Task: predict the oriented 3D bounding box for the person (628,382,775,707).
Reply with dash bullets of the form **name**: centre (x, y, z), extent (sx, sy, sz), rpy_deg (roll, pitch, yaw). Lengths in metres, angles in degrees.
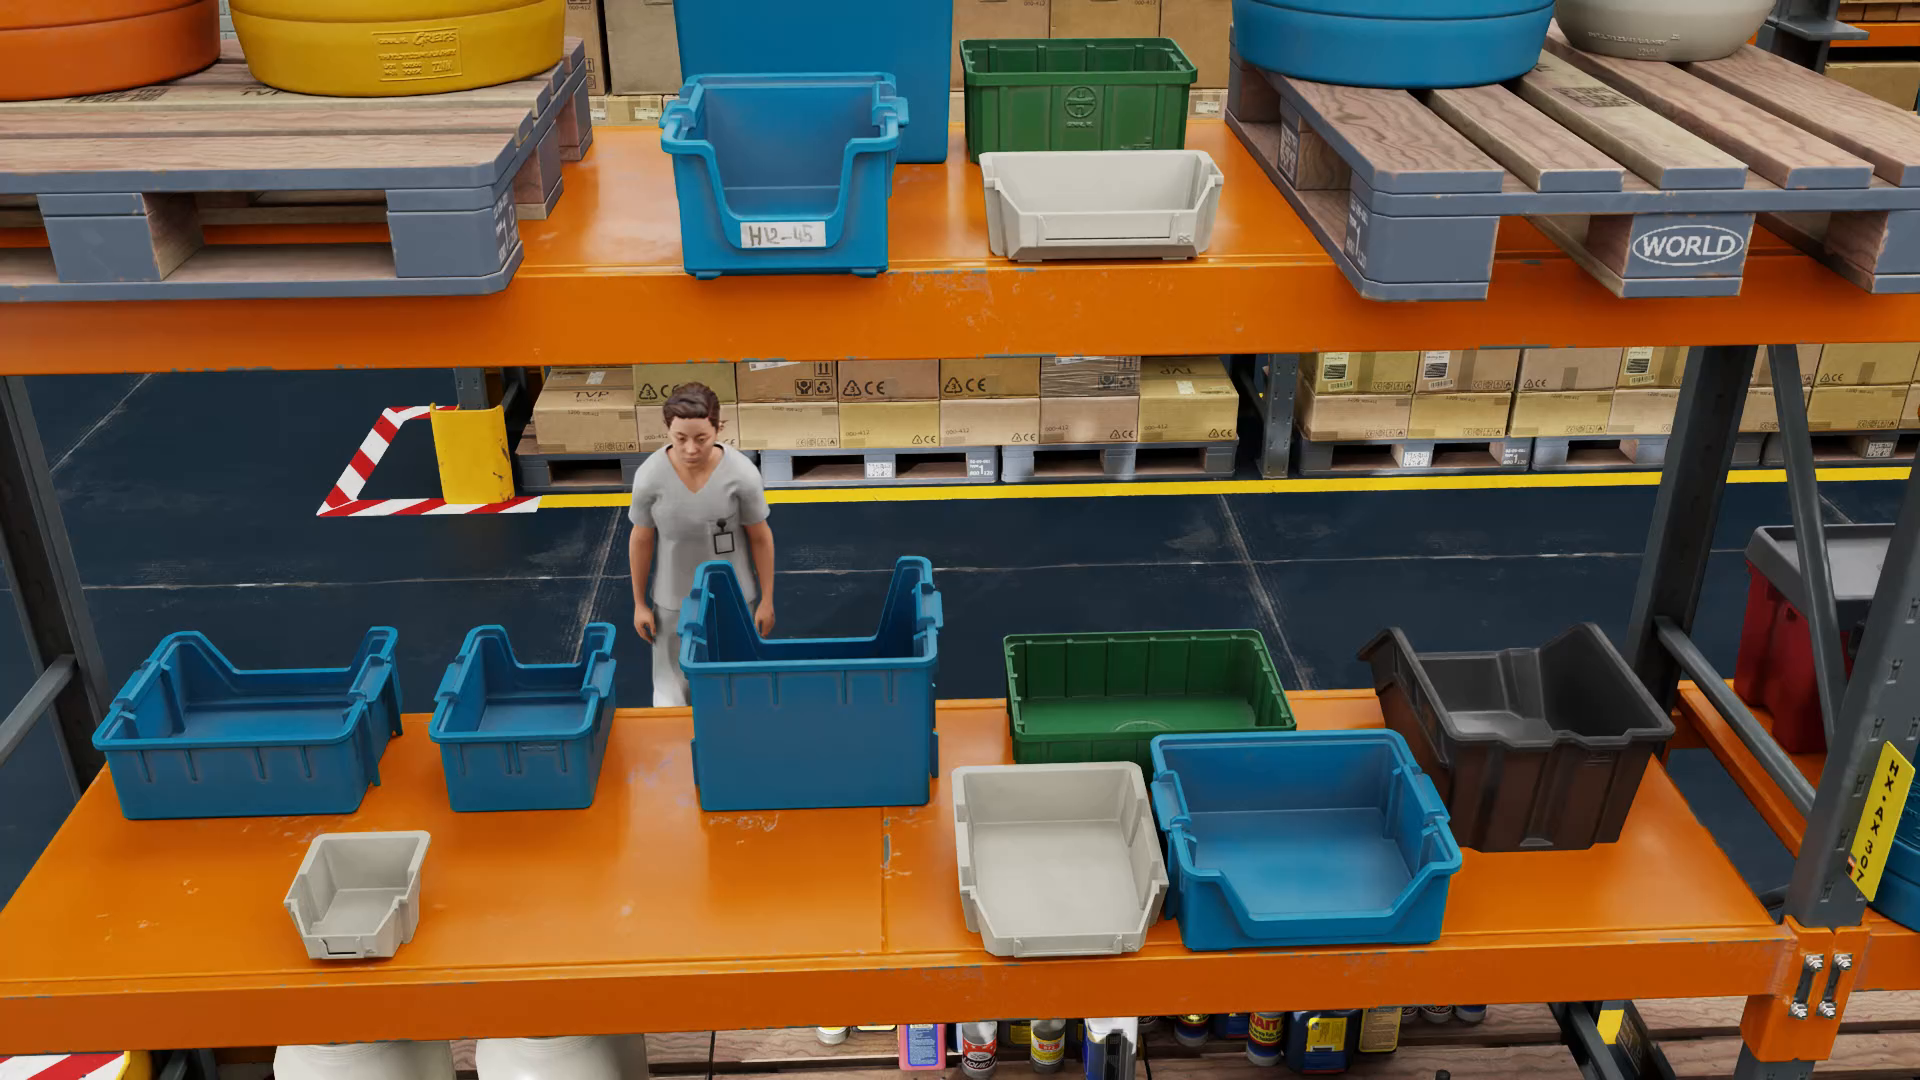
- **person**: centre (-0.874, 0.226, 5.690), extent (0.492, 1.673, 0.353), rpy_deg (-2, 28, -3)
